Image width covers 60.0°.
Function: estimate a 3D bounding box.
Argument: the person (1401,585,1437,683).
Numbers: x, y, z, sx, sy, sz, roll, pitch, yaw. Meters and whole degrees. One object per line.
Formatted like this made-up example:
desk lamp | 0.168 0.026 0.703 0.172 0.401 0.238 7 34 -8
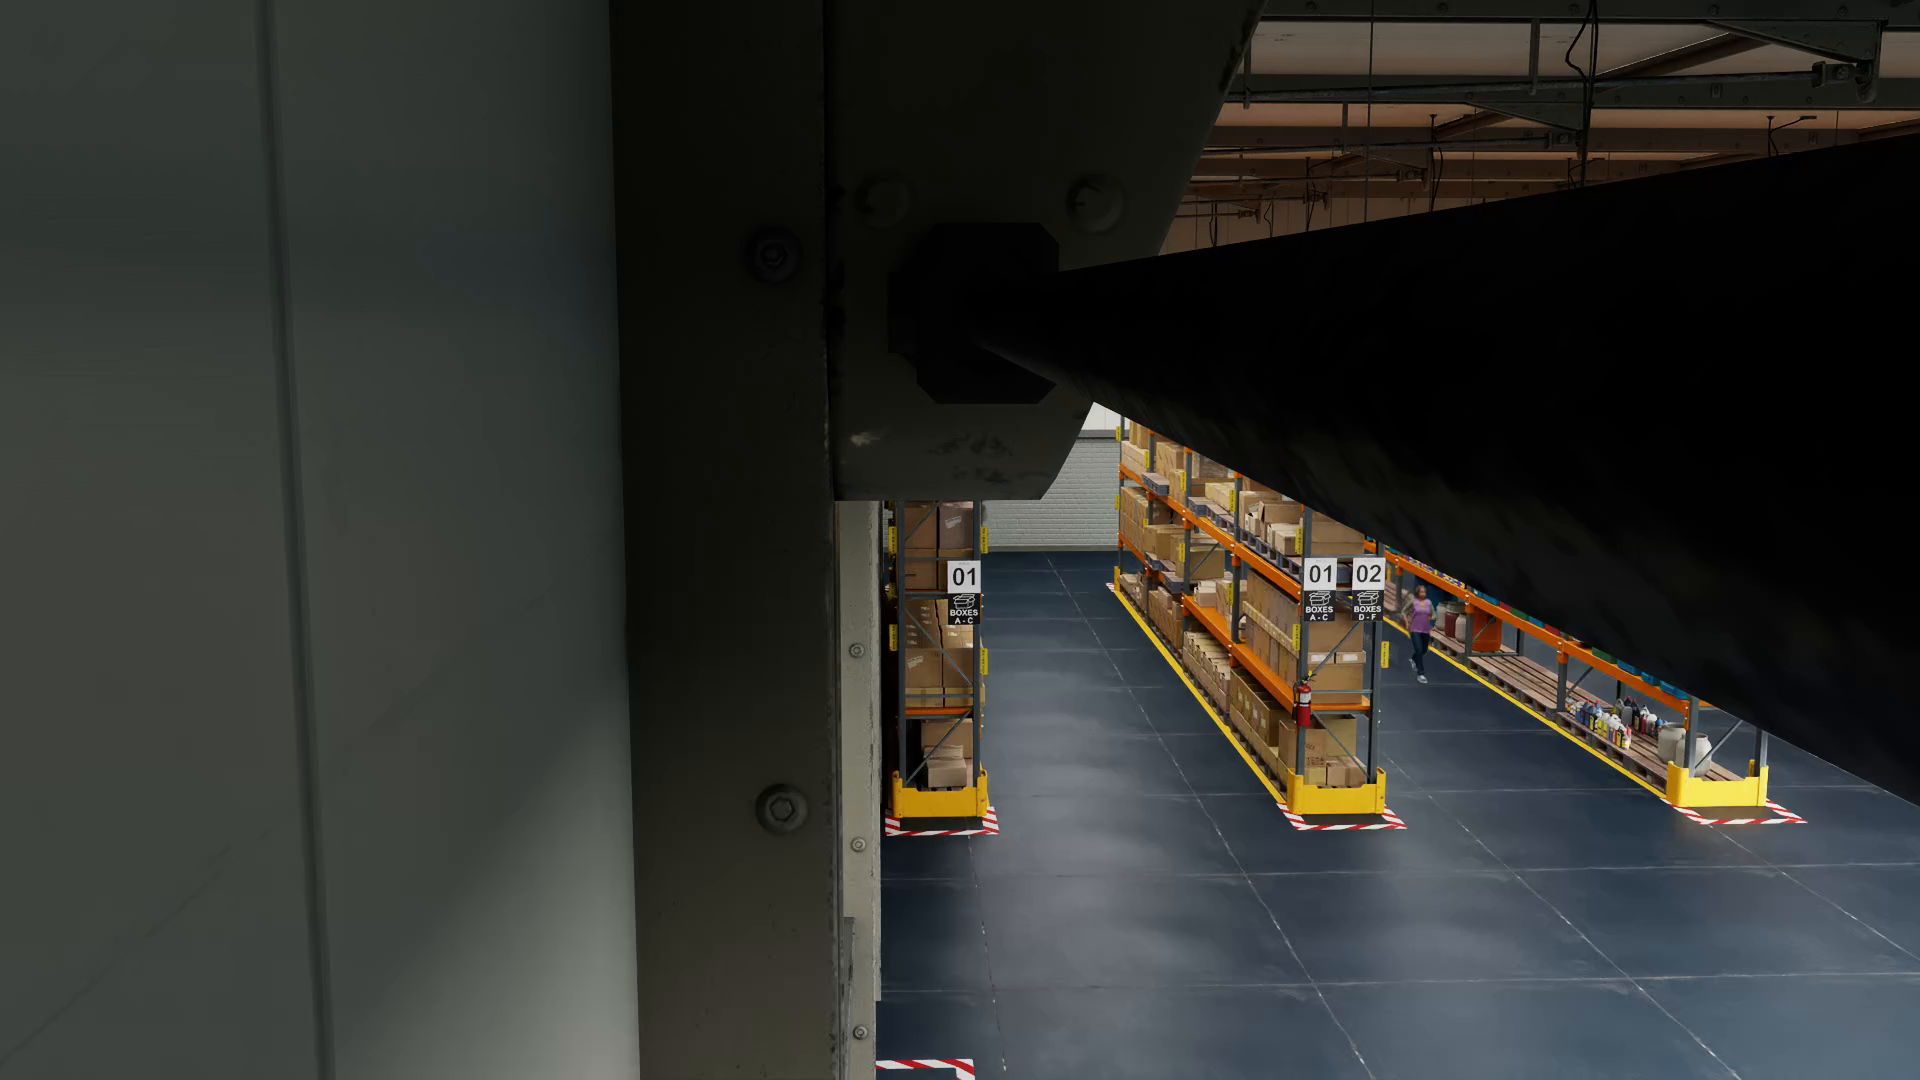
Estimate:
person | 7.680 1.537 27.805 0.540 1.576 0.889 -1 8 -6
